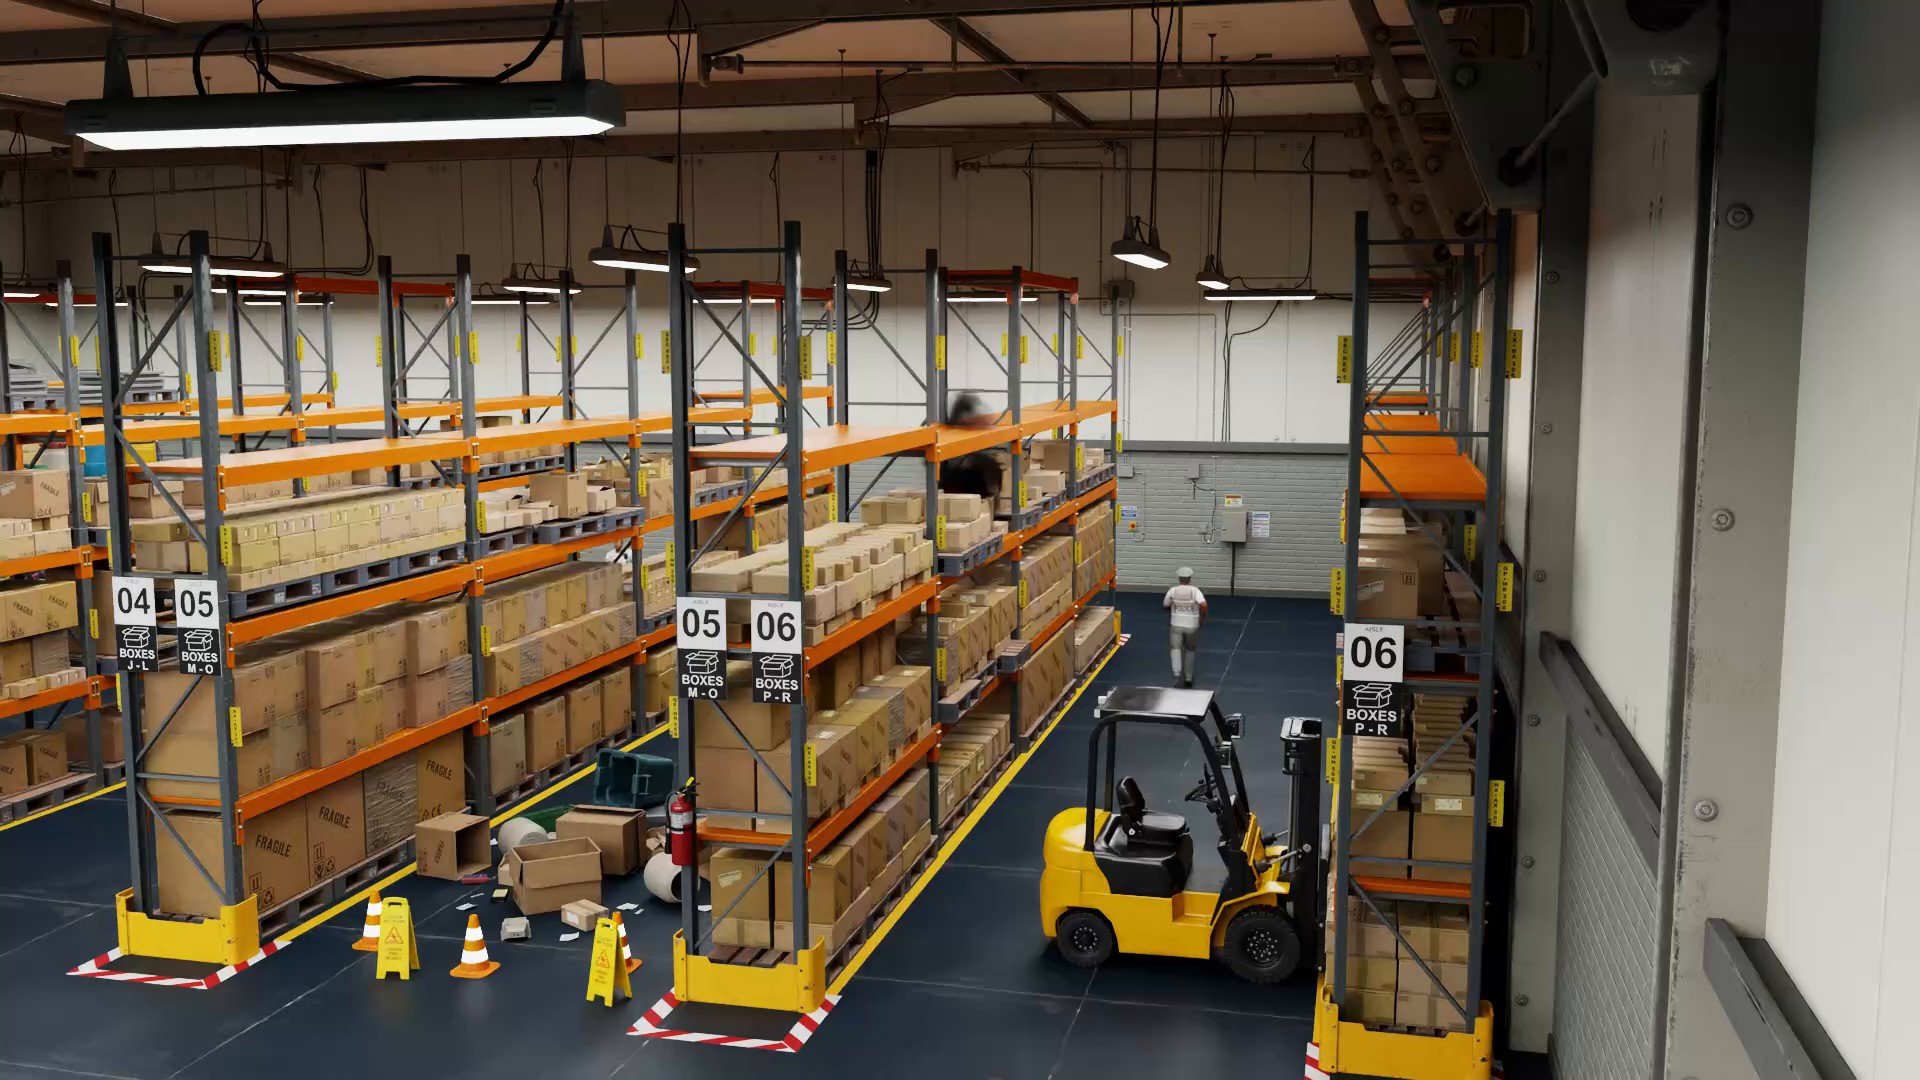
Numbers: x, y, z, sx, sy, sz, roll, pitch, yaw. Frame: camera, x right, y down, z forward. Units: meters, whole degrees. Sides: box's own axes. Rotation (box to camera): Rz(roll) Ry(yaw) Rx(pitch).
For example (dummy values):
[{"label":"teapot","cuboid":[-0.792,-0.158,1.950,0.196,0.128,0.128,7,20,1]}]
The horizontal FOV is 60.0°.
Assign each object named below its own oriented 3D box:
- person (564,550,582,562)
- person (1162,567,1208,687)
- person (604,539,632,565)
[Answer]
[{"label":"person","cuboid":[-7.546,0.426,32.203,0.890,1.624,0.620,3,8,22]},{"label":"person","cuboid":[3.310,1.276,24.537,0.663,1.766,0.990,1,7,7]},{"label":"person","cuboid":[-6.084,0.746,29.844,0.643,1.625,0.502,-1,7,-10]}]
